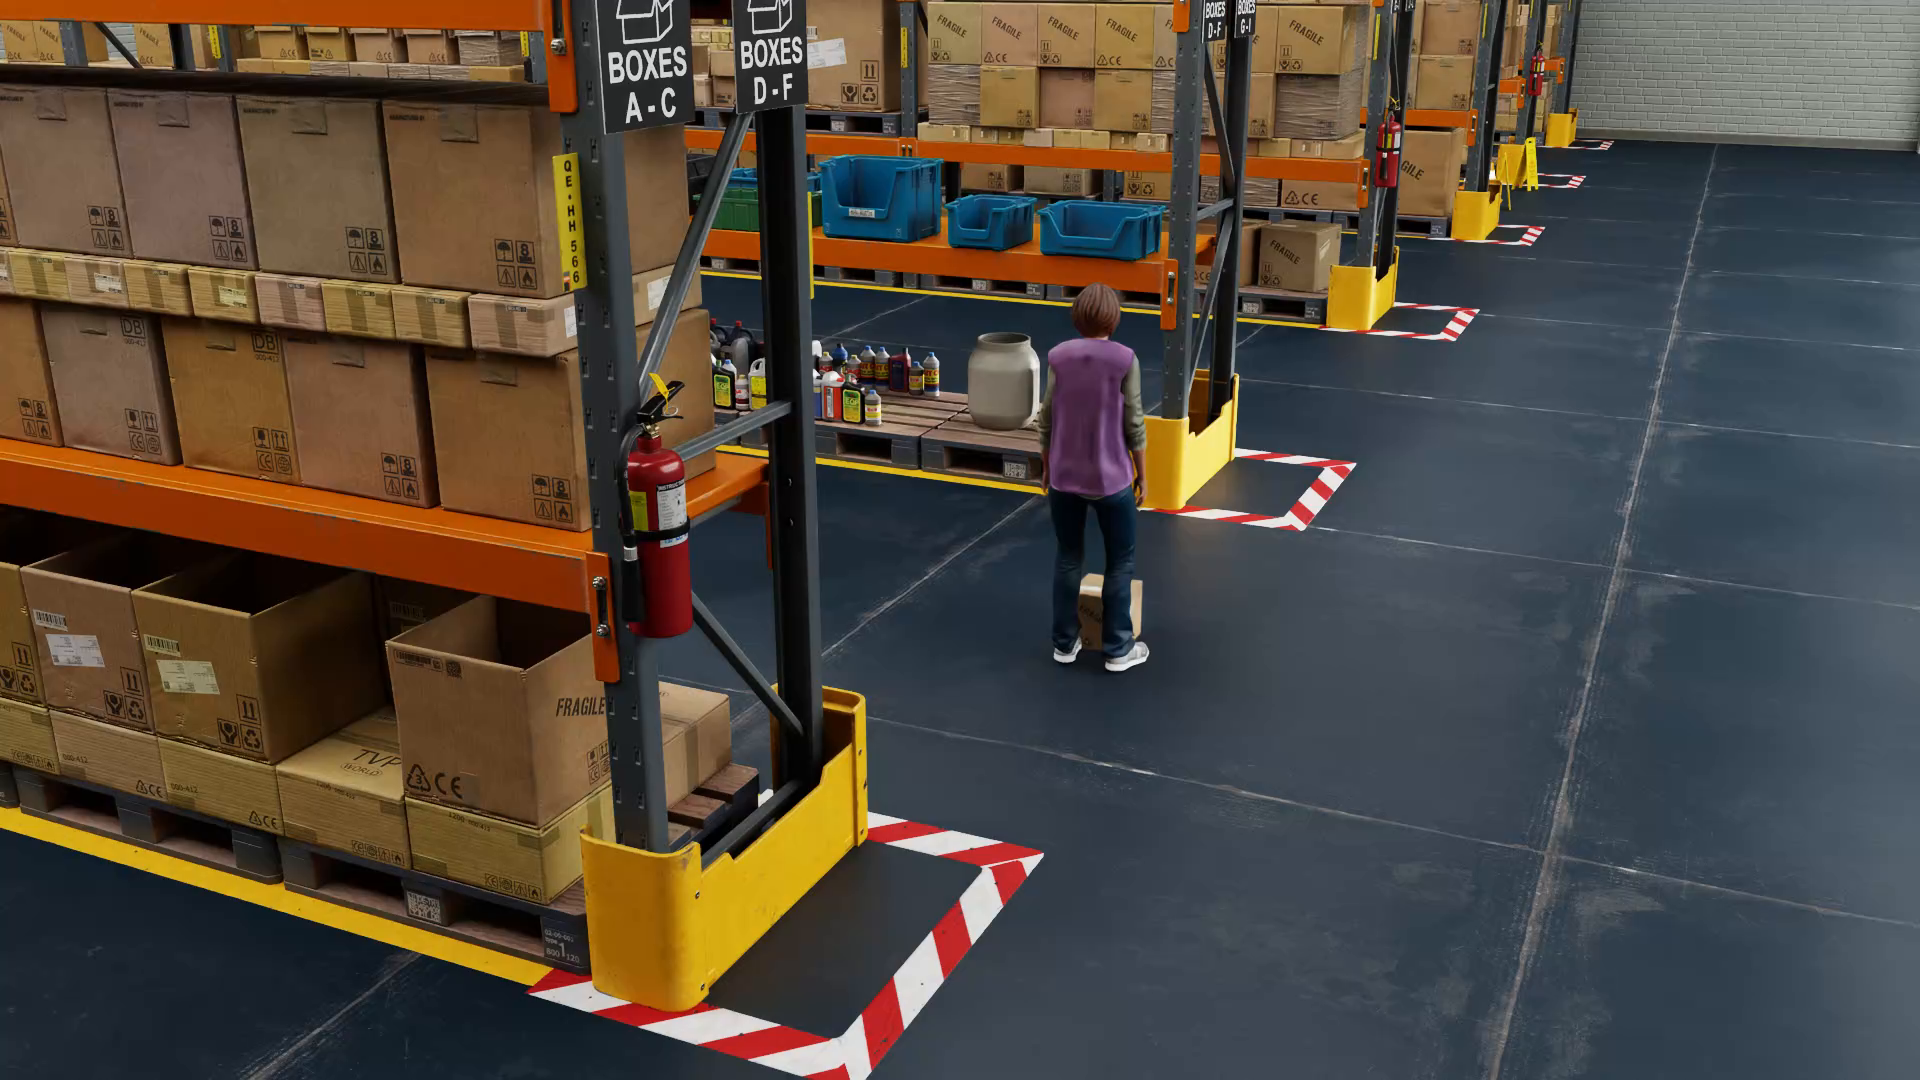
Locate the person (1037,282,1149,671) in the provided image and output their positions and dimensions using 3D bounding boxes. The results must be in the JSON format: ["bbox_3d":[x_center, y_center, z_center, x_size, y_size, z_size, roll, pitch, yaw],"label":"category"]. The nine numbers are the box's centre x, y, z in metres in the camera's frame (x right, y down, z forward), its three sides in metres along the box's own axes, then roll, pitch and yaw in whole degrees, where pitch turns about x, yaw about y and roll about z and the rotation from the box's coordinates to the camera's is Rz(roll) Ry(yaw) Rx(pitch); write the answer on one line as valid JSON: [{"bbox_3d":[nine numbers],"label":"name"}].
[{"bbox_3d":[0.541,-0.240,6.769,0.466,1.591,0.347,8,21,21],"label":"person"}]
